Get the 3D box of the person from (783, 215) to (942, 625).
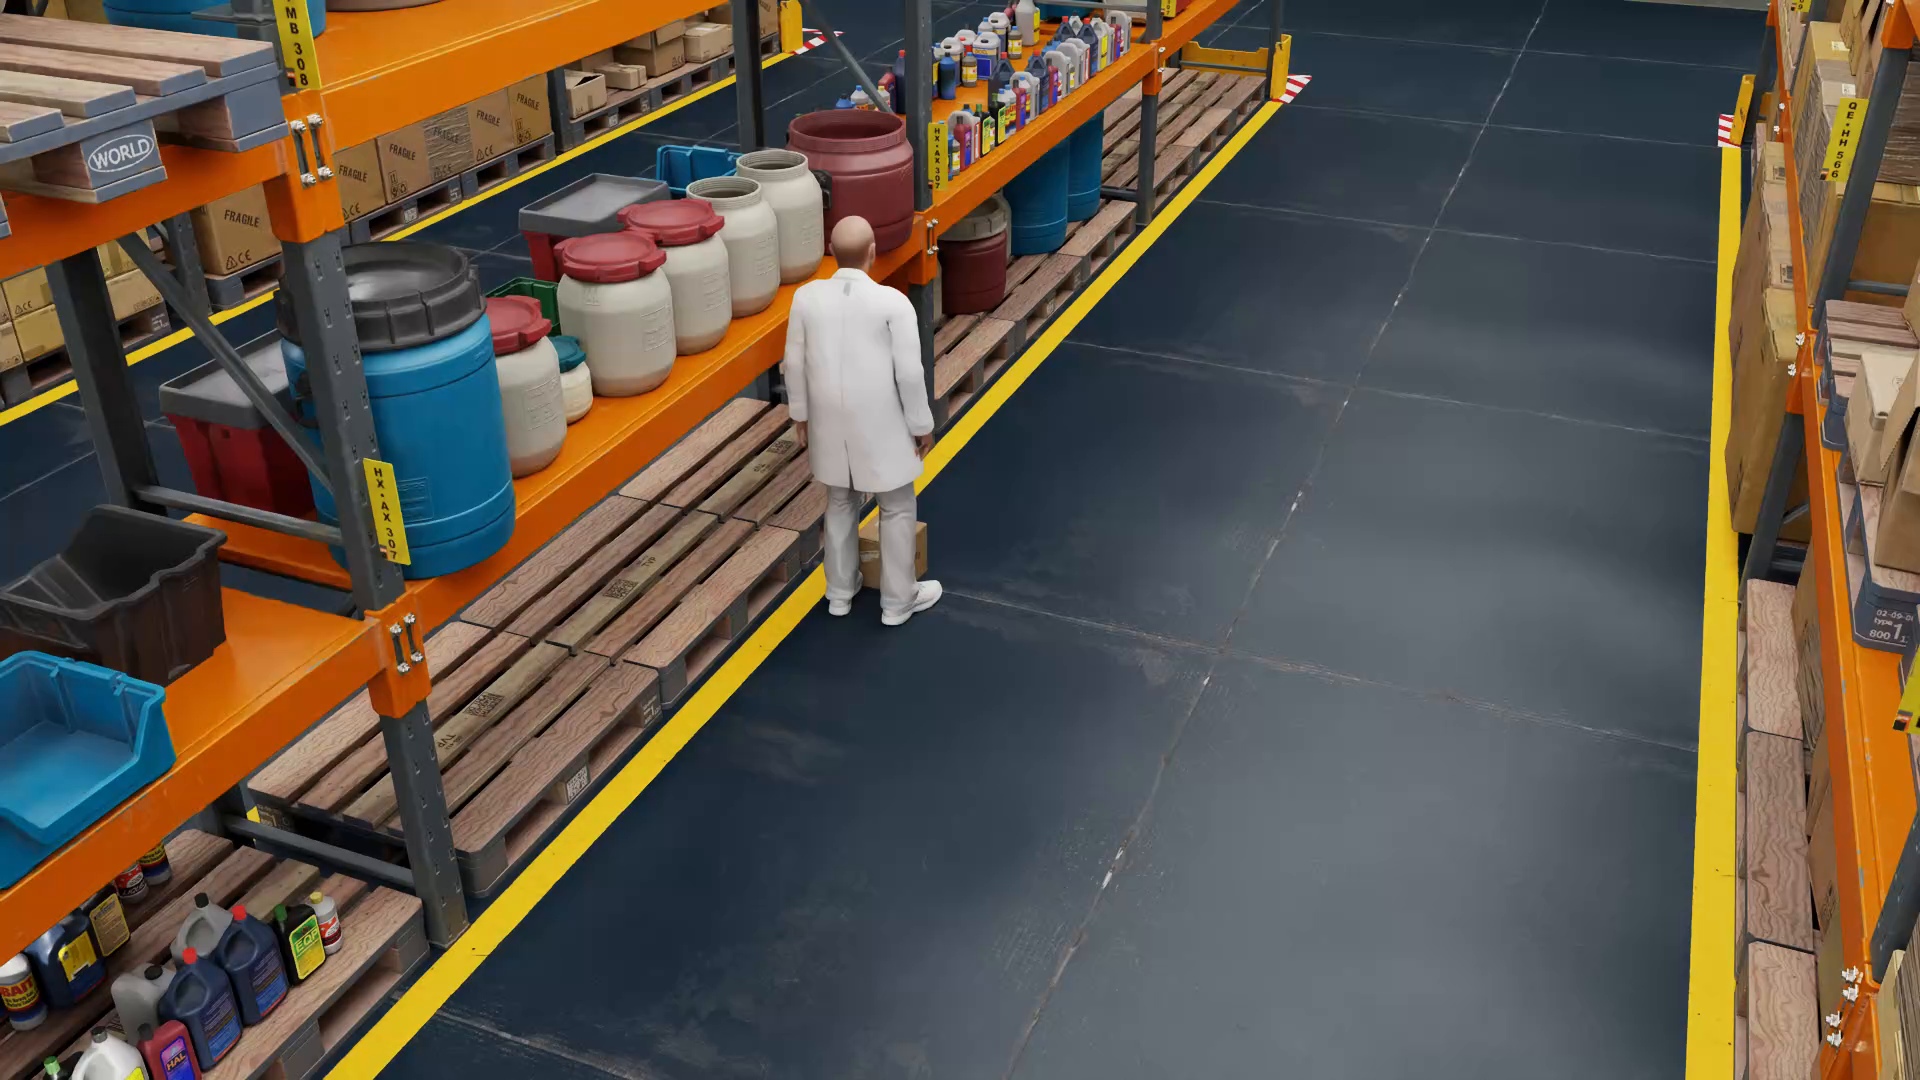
[{"bbox_3d":[-0.420,-0.490,7.020,0.648,1.772,0.429,9,31,16],"label":"person"}]
